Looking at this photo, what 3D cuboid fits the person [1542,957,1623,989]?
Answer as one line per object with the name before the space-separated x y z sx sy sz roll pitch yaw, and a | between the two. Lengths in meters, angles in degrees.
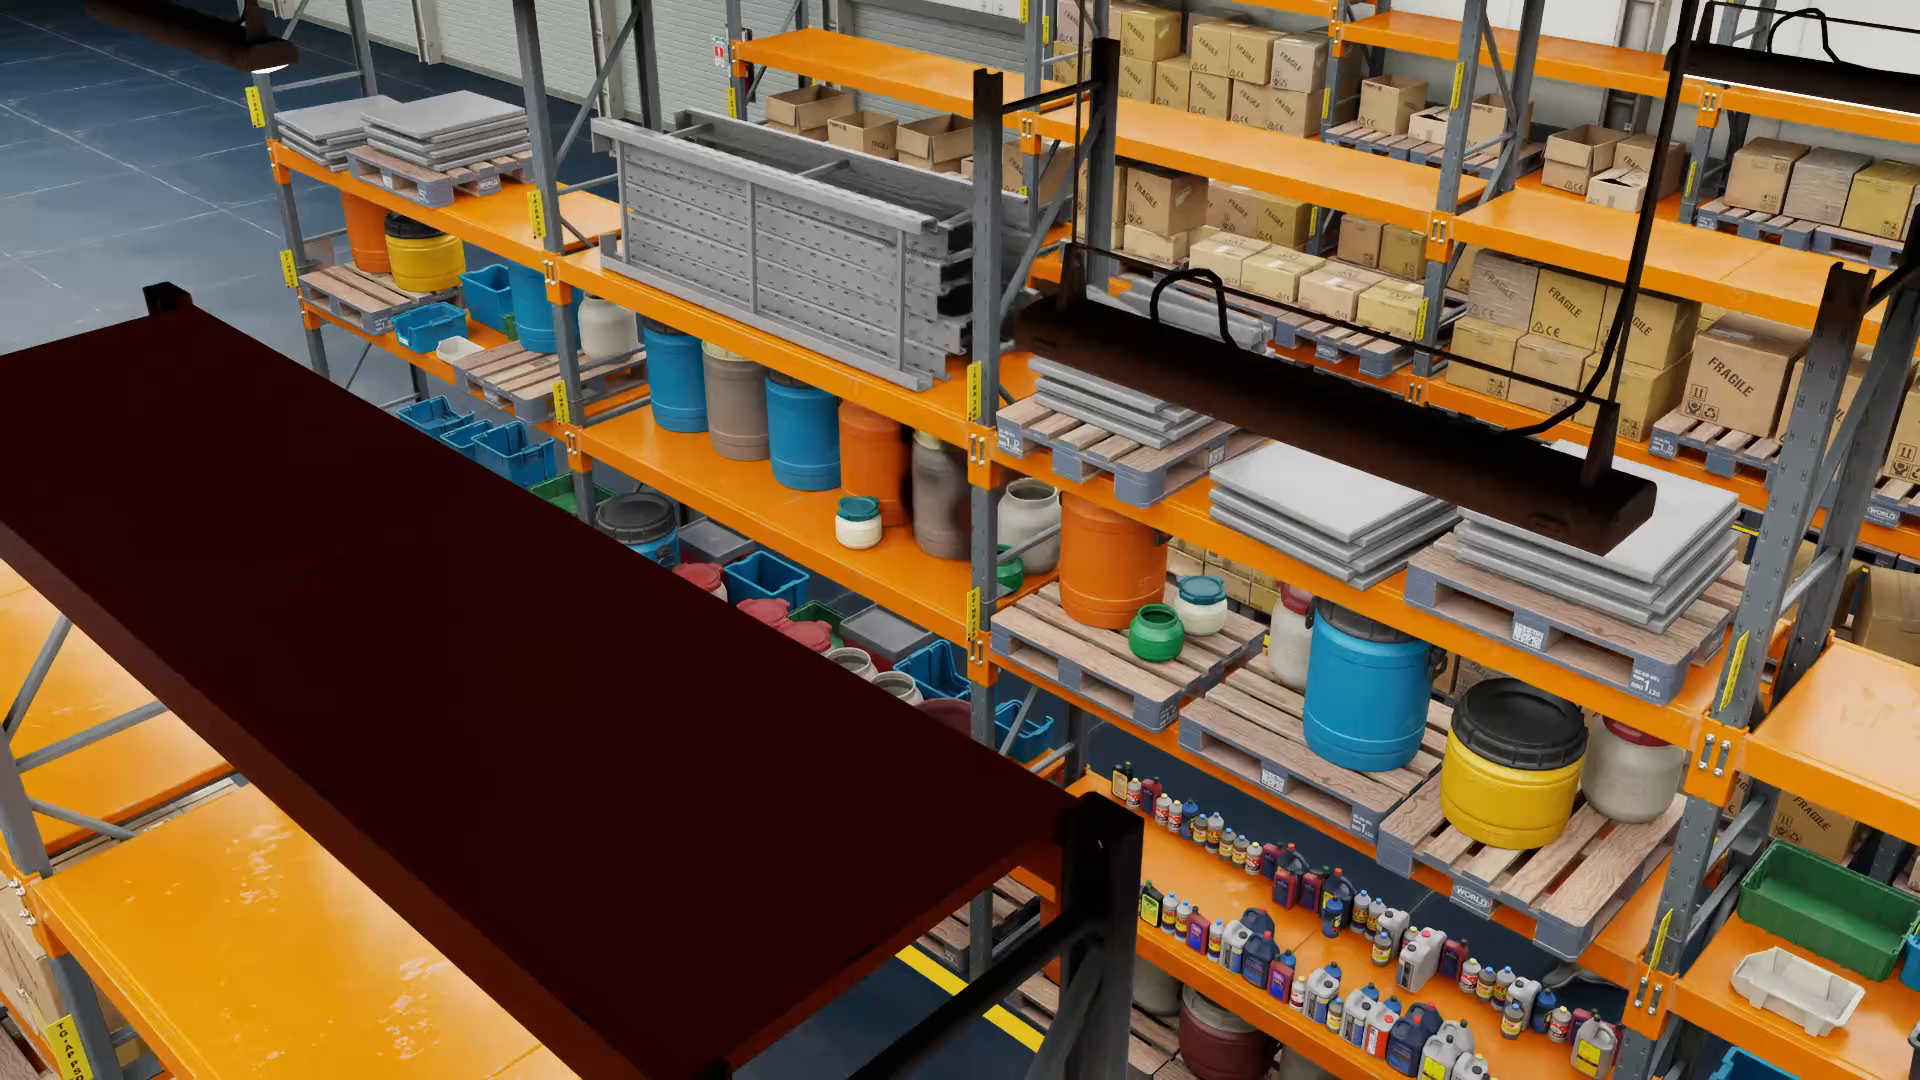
person | 3.976 2.156 10.750 0.919 1.629 0.676 18 34 29
